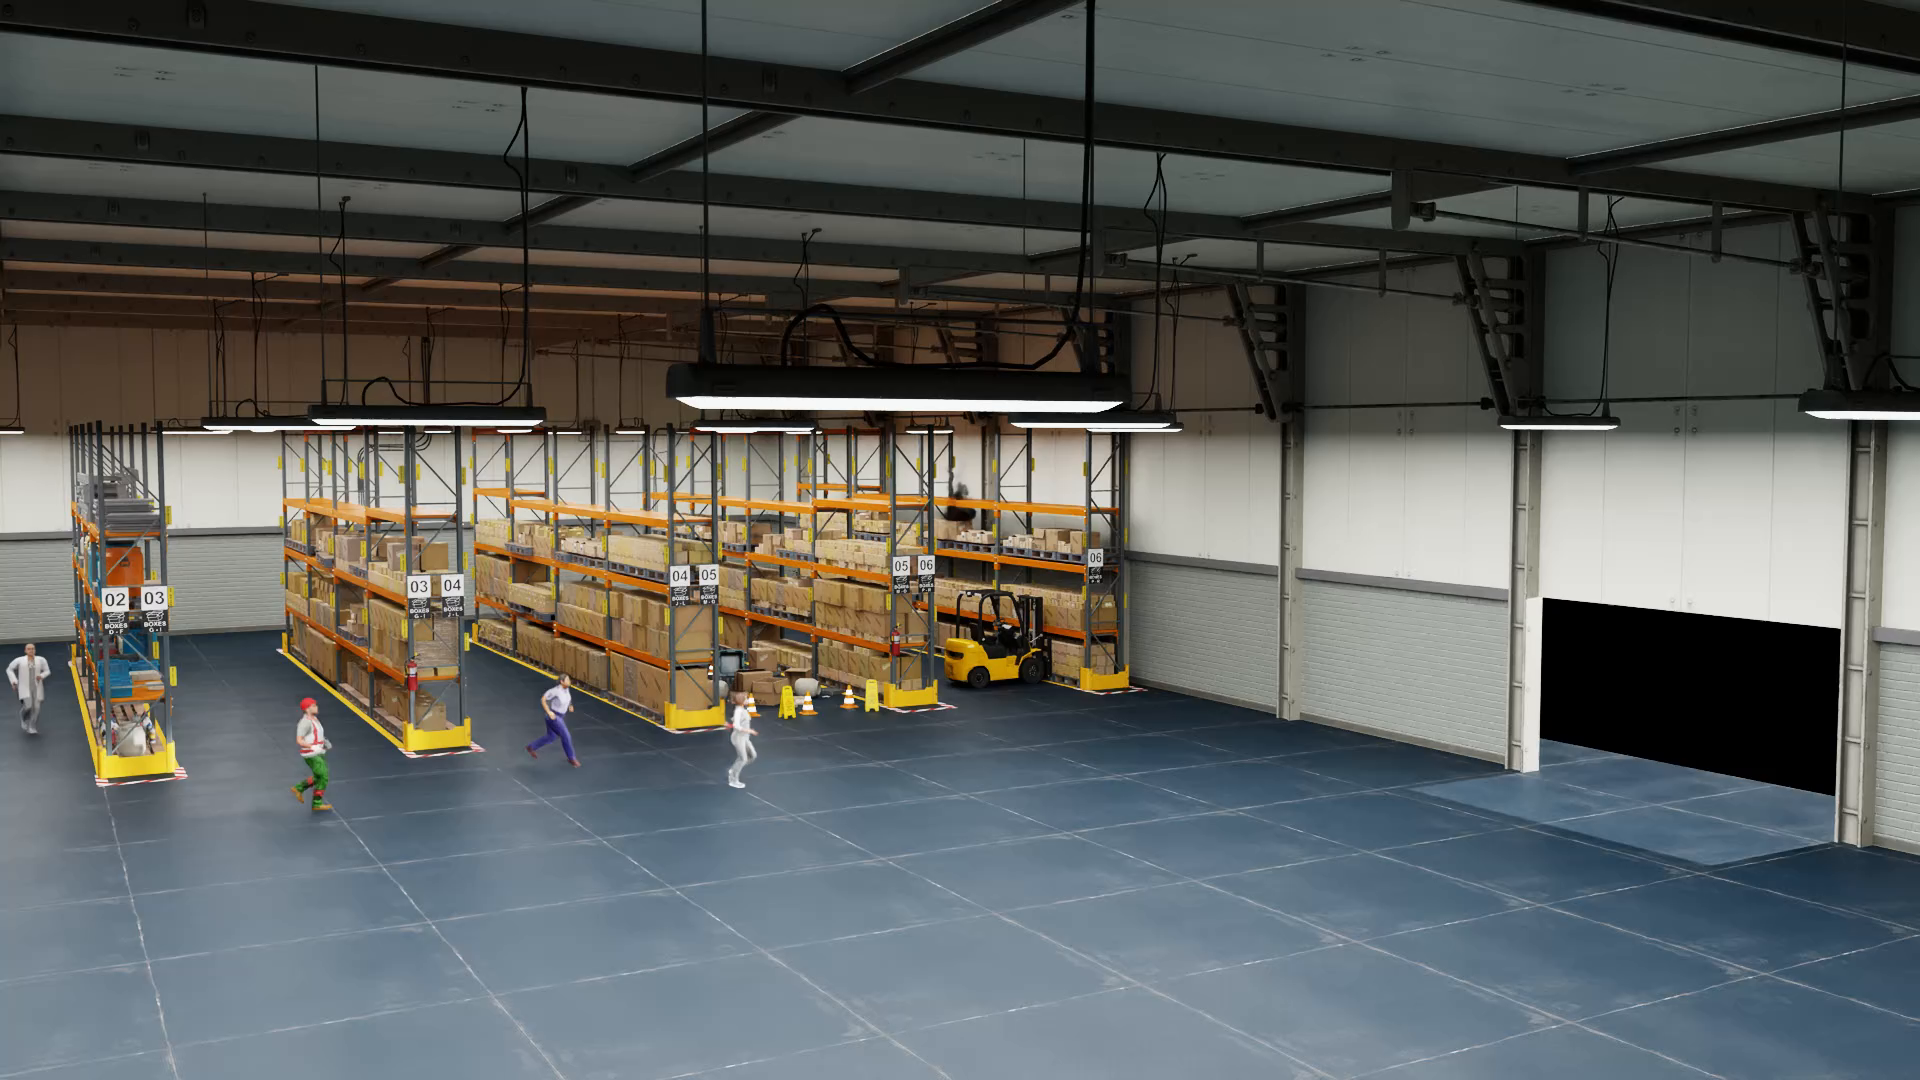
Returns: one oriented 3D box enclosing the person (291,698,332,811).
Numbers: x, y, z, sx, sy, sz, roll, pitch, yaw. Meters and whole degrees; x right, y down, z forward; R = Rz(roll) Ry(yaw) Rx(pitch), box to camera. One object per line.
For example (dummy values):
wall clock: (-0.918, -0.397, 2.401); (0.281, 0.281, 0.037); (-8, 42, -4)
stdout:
person: (-9.952, 3.279, 25.446); (0.631, 1.738, 0.655); (0, 4, -5)

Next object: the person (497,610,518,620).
person: (-13.097, 1.922, 48.443); (0.678, 1.719, 0.583); (-2, 4, -33)

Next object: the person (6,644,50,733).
person: (-17.909, 2.871, 32.053); (0.714, 1.736, 0.616); (-3, 5, -43)

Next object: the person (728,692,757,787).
person: (-3.544, 3.261, 27.130); (0.517, 1.565, 0.541); (0, 4, 4)

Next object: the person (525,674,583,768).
person: (-7.063, 3.137, 28.926); (1.041, 1.650, 0.609); (0, 4, 6)
